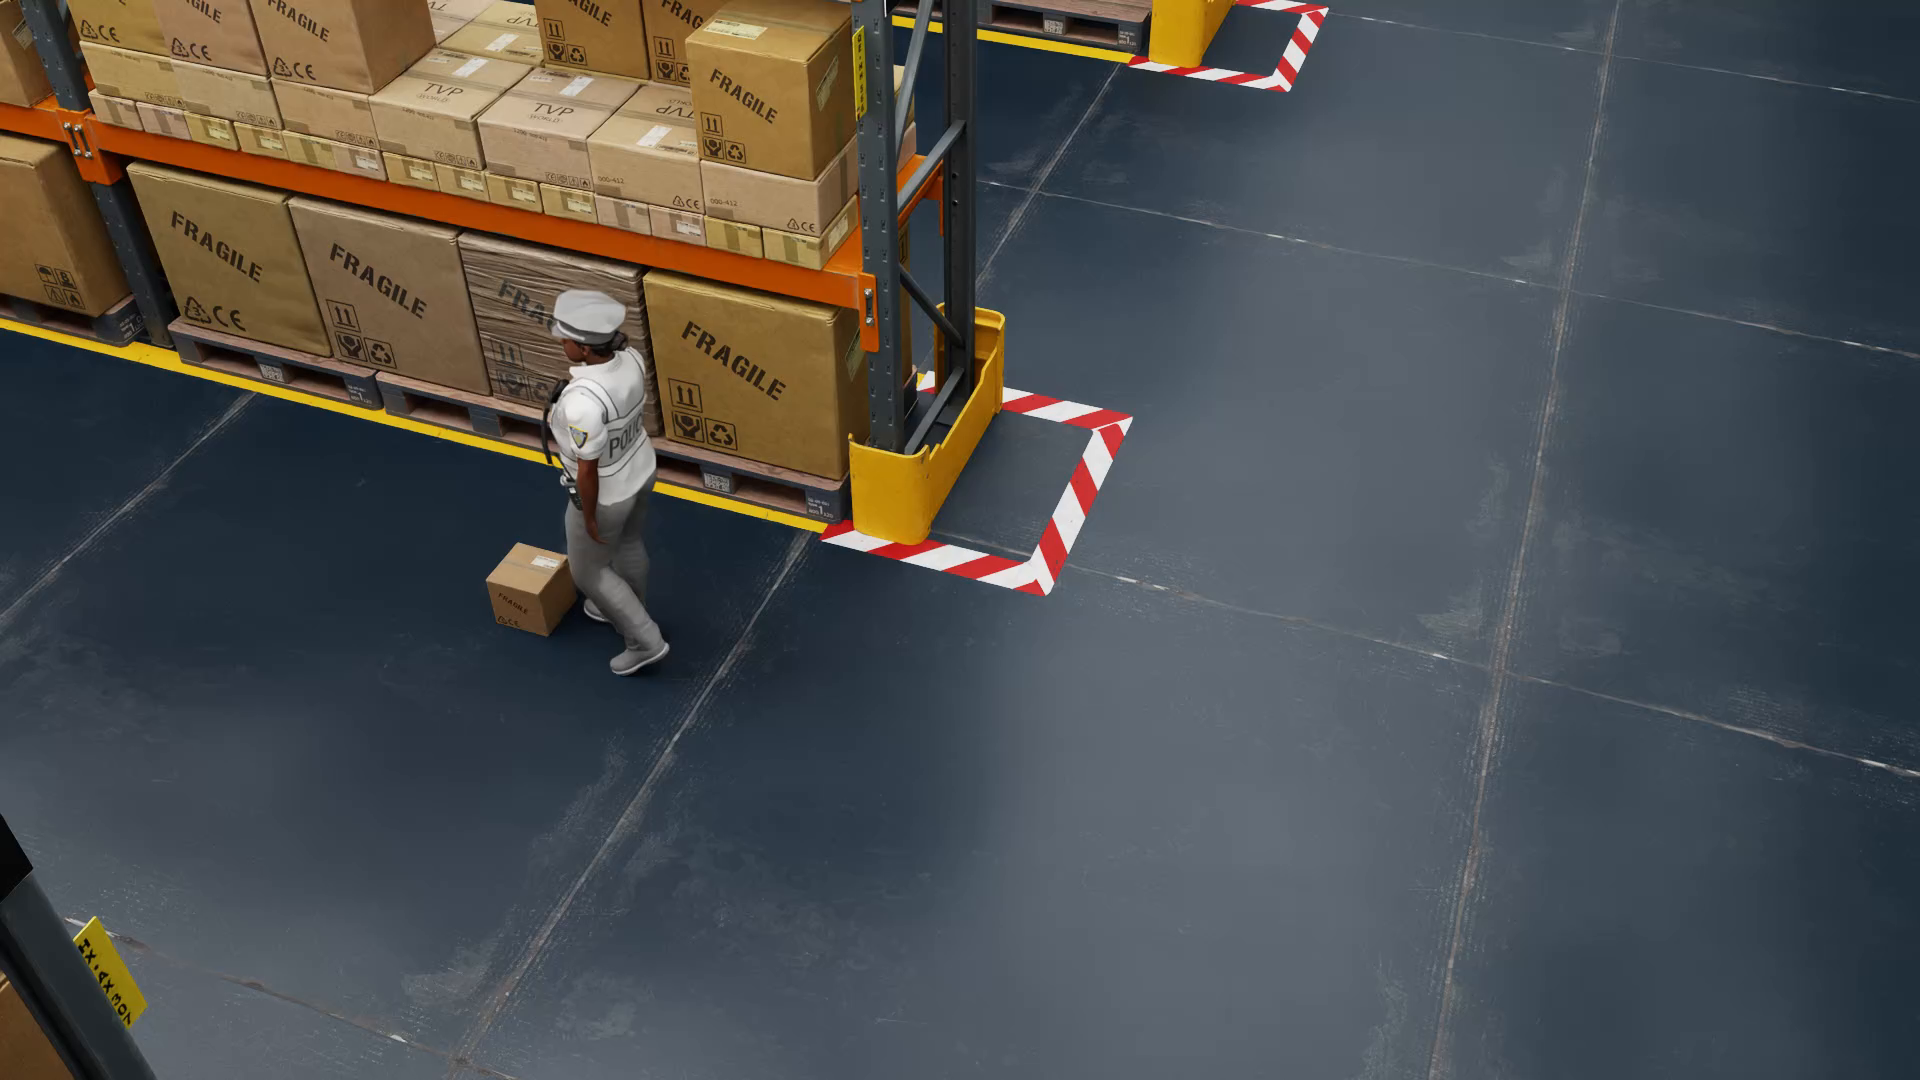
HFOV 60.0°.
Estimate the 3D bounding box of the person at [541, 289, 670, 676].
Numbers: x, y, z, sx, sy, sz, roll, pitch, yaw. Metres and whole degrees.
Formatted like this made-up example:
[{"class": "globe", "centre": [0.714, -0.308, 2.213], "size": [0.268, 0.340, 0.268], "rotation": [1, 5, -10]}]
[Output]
[{"class": "person", "centre": [-1.379, -0.210, 6.397], "size": [0.514, 1.715, 0.454], "rotation": [14, 44, 15]}]
